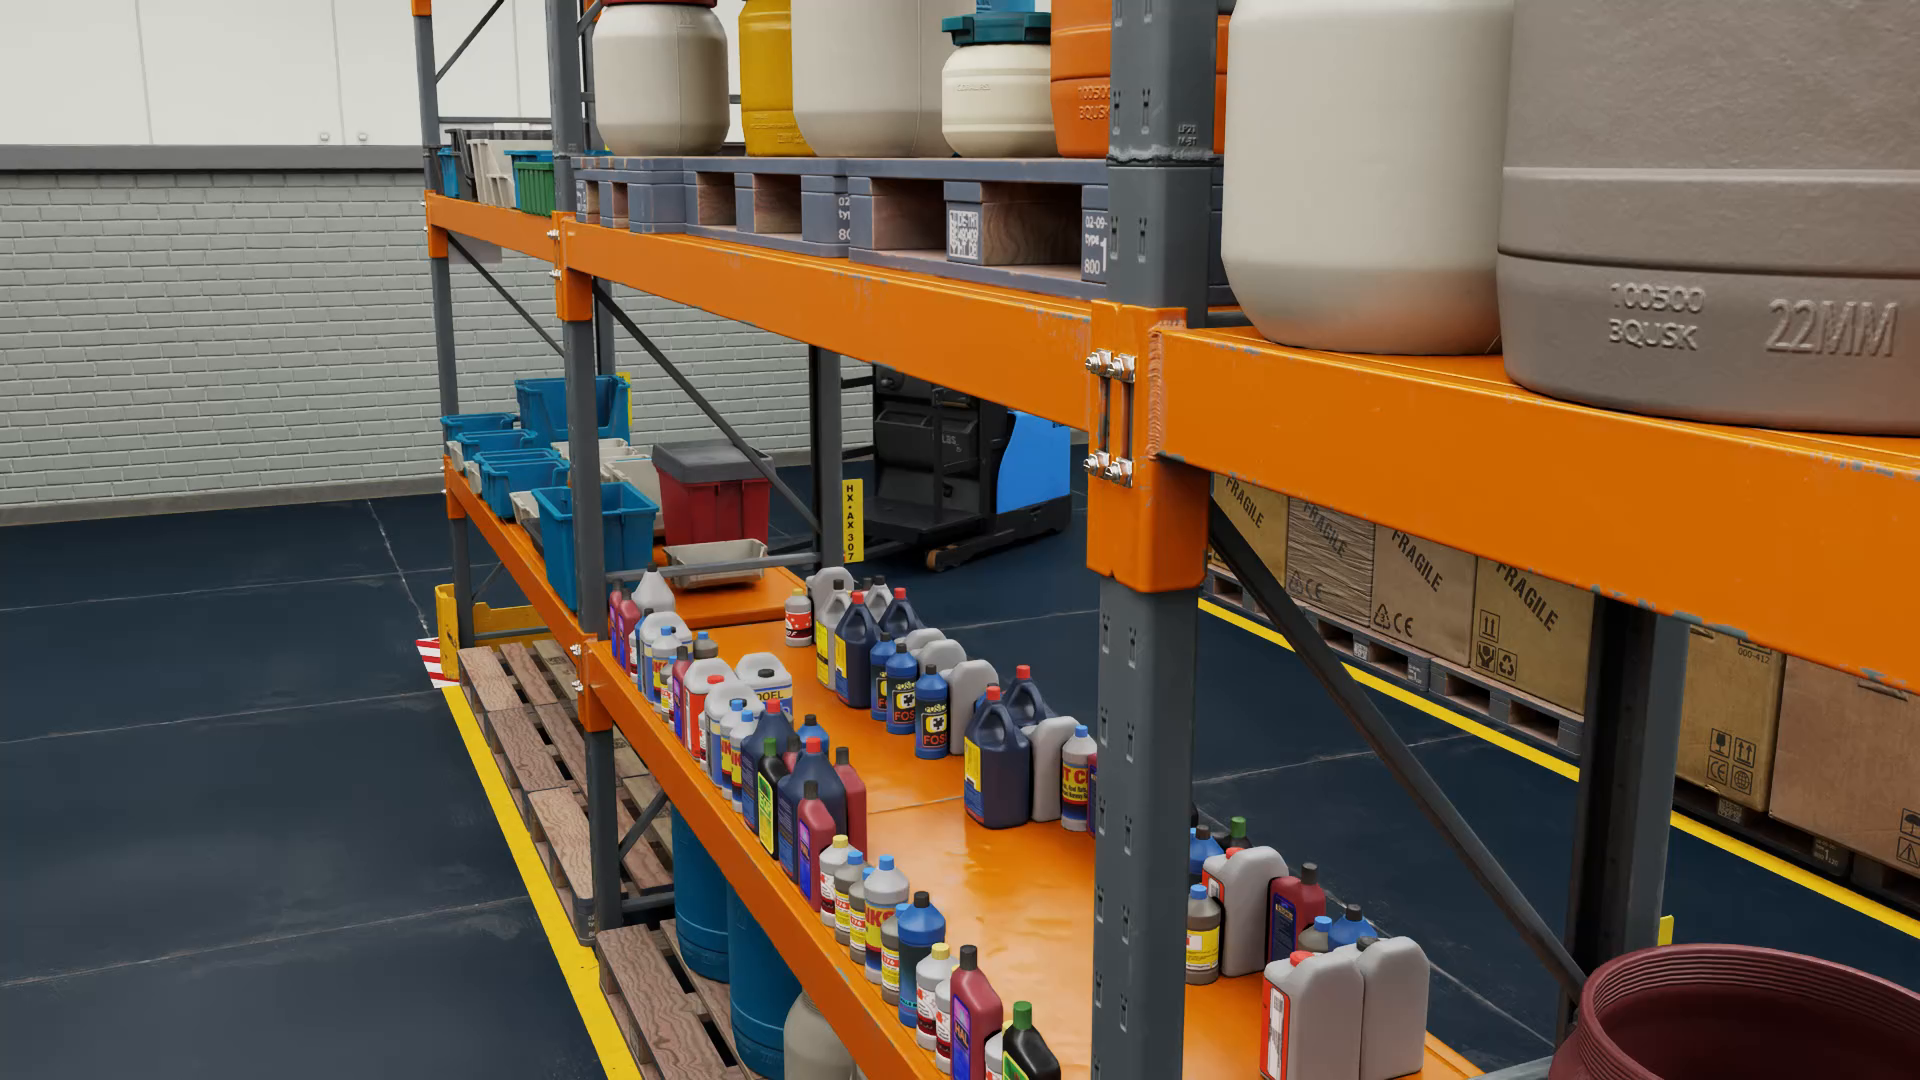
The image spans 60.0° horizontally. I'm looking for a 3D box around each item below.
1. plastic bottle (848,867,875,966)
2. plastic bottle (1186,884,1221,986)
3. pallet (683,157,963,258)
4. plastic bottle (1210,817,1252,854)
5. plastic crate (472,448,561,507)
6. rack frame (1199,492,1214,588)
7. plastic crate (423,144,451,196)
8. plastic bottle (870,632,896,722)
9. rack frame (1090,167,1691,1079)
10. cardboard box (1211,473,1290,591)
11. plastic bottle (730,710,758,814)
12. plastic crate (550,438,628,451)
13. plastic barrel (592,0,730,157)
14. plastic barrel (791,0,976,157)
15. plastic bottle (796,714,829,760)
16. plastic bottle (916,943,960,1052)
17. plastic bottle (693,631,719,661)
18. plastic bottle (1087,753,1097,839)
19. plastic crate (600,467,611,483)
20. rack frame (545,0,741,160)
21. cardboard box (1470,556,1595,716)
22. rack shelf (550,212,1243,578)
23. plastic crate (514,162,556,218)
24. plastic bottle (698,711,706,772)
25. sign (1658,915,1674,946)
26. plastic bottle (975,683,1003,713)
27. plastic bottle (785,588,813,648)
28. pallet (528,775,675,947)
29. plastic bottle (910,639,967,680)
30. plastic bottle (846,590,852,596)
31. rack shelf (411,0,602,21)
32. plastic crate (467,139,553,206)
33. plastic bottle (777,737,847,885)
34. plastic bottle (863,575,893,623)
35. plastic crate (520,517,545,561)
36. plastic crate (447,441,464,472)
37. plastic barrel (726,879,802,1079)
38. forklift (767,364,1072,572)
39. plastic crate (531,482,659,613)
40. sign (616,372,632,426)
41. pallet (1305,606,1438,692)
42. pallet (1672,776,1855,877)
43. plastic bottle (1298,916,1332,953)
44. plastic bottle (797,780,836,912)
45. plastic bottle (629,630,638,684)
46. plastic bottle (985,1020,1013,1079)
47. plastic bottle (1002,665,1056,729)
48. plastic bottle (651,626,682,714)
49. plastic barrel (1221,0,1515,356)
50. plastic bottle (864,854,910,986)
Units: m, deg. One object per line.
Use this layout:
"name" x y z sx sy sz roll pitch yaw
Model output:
"plastic bottle" -0.194 0.816 3.633 0.097 0.201 0.097 0 13 0
"plastic bottle" 0.506 0.836 3.548 0.097 0.201 0.097 0 13 0
"pallet" -0.066 -0.871 4.246 1.003 0.211 1.213 -6 14 -23
"plastic bottle" 0.601 0.749 3.741 0.061 0.283 0.133 -6 14 -23
"plastic crate" -2.204 -0.310 8.295 0.416 0.233 0.300 -6 14 -23
"rack frame" 2.009 -1.162 11.740 1.000 3.000 0.127 -6 14 -23
"plastic crate" -2.630 -2.008 9.031 0.497 0.269 0.590 -6 14 -23
"plastic bottle" -0.231 0.421 5.183 0.097 0.271 0.097 0 13 0
"rack frame" 0.676 0.938 2.665 1.000 3.000 0.127 -6 14 -23
"cardboard box" 2.339 -0.207 11.392 0.875 0.875 0.875 -6 14 -23
"plastic bottle" -0.566 0.590 4.454 0.097 0.271 0.097 0 13 0
"plastic crate" -2.036 -0.464 9.173 0.396 0.136 0.243 -6 14 -23
"plastic barrel" -0.946 -1.489 5.268 0.433 0.535 0.433 0 13 0
"plastic barrel" -0.173 -1.147 3.788 0.433 0.535 0.433 0 13 0
"plastic bottle" -0.395 0.597 4.423 0.097 0.271 0.097 0 13 0
"plastic bottle" -0.038 0.896 3.286 0.097 0.201 0.097 0 13 0
"plastic bottle" -0.837 0.399 5.435 0.097 0.201 0.097 0 13 0
"plastic bottle" 0.377 0.633 4.240 0.061 0.283 0.133 -6 14 -23
"plastic crate" -1.664 -0.288 8.412 0.298 0.136 0.250 -6 14 -23
"rack frame" -0.927 -2.811 5.560 1.000 3.000 0.127 -6 14 -23
"cardboard box" 3.420 0.351 8.982 0.875 0.875 0.875 -6 14 -23
"rack shelf" -0.126 -0.586 4.194 1.077 0.370 4.000 -6 14 -23
"plastic crate" -1.373 -1.307 6.182 0.450 0.188 0.662 -6 14 -23
"plastic bottle" -0.698 0.556 4.756 0.097 0.201 0.097 0 13 0
"sign" 1.177 0.807 2.868 0.100 0.325 0.005 -6 14 -23
"plastic bottle" 0.092 0.536 4.686 0.097 0.271 0.097 0 13 0
"plastic bottle" -0.579 0.276 5.968 0.097 0.201 0.097 0 13 0
"pallet" -1.257 1.322 7.192 1.003 0.211 1.213 -6 14 -23
"plastic bottle" -0.070 0.432 5.128 0.152 0.276 0.135 -6 14 -23
"plastic bottle" -0.401 0.282 5.940 0.097 0.201 0.097 0 13 0
"rack shelf" -1.728 -2.679 7.471 1.077 0.370 4.000 -6 14 -23
"plastic crate" -1.924 -1.633 7.383 0.437 0.282 0.530 -6 14 -23
"plastic bottle" -0.361 0.644 4.044 0.144 0.351 0.185 -6 14 -23
"plastic bottle" -0.259 0.296 5.549 0.144 0.351 0.185 -6 14 -23
"plastic crate" -1.621 0.009 7.155 0.437 0.125 0.590 -6 14 -23
"plastic crate" -2.679 -0.461 9.162 0.250 0.136 0.298 -6 14 -23
"plastic barrel" -0.441 1.189 5.301 0.600 0.901 0.708 -6 14 -23
"forklift" -0.389 -1.316 12.556 1.130 2.935 3.031 10 16 37
"plastic crate" -1.426 0.024 6.515 0.392 0.384 0.575 -6 14 -23
"sign" -2.031 -0.848 10.018 0.100 0.325 0.005 -6 14 -23
"pallet" 2.886 0.606 10.284 1.003 0.211 1.213 -6 14 -23
"pallet" 3.990 1.175 7.824 1.003 0.211 1.213 -6 14 -23
"plastic bottle" 0.738 0.869 3.401 0.097 0.201 0.097 0 13 0
"plastic bottle" -0.335 0.713 3.894 0.061 0.283 0.133 -6 14 -23
"plastic bottle" -1.054 0.372 5.550 0.097 0.201 0.097 0 13 0
"plastic bottle" 0.093 0.964 2.993 0.097 0.201 0.097 0 13 0
"plastic bottle" 0.183 0.523 4.566 0.144 0.351 0.185 -6 14 -23
"plastic bottle" -0.922 0.406 5.248 0.097 0.271 0.097 0 13 0
"plastic barrel" 0.519 -0.486 1.918 0.421 0.512 0.421 0 13 0
"plastic bottle" -0.155 0.802 3.538 0.097 0.271 0.097 0 13 0
